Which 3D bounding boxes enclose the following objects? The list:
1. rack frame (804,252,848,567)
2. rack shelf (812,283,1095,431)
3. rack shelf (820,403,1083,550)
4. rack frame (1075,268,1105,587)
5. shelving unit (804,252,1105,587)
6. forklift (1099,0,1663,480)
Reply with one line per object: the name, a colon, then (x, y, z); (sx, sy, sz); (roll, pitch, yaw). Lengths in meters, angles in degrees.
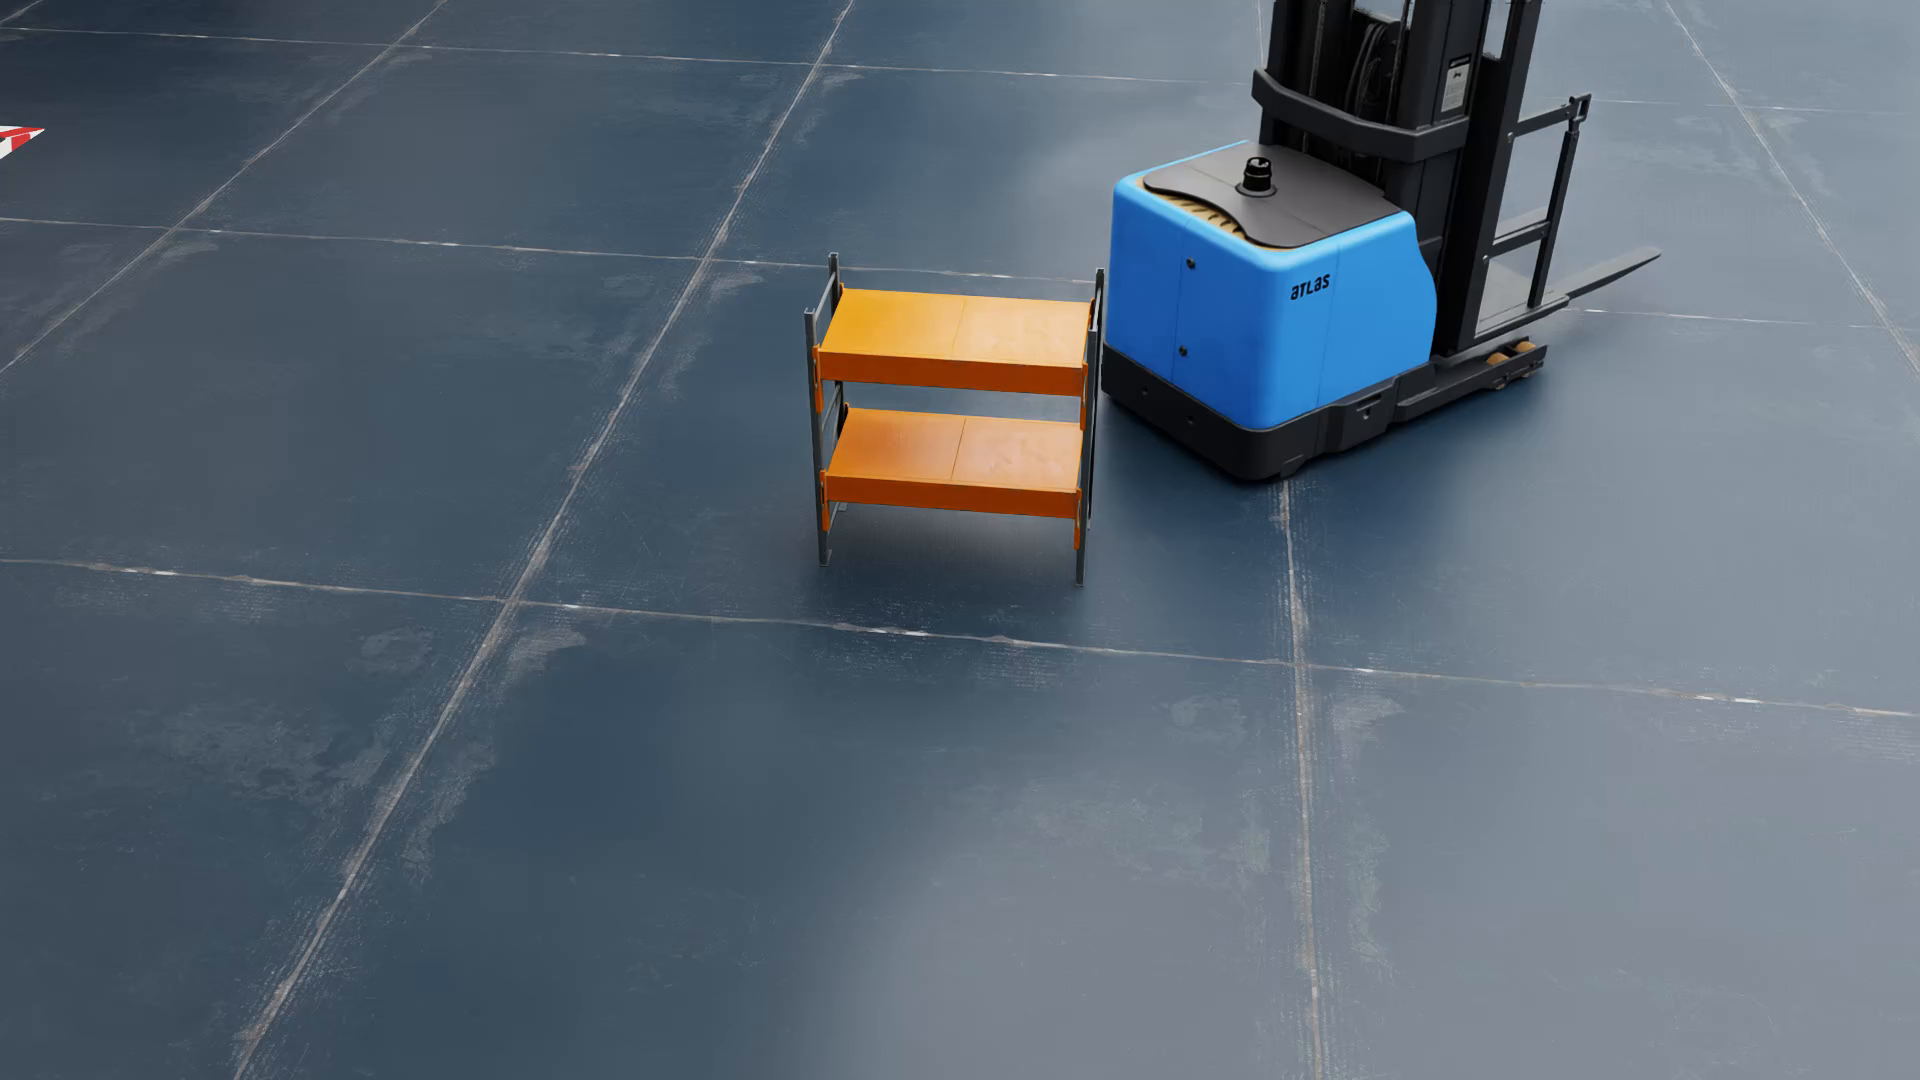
rack frame: (-0.511, -0.496, 6.477); (0.032, 1.125, 0.500); (4, 36, 6)
rack shelf: (-0.007, -0.697, 6.254); (1.000, 0.278, 0.538); (4, 36, 6)
rack shelf: (-0.007, -0.259, 6.566); (1.000, 0.278, 0.538); (4, 36, 6)
rack frame: (0.497, -0.421, 6.371); (0.032, 1.125, 0.500); (4, 36, 6)
shelving unit: (-0.007, -0.458, 6.424); (1.048, 1.125, 0.538); (4, 36, 6)
forklift: (2.133, -2.120, 7.197); (3.031, 2.935, 1.130); (-23, 41, -28)
